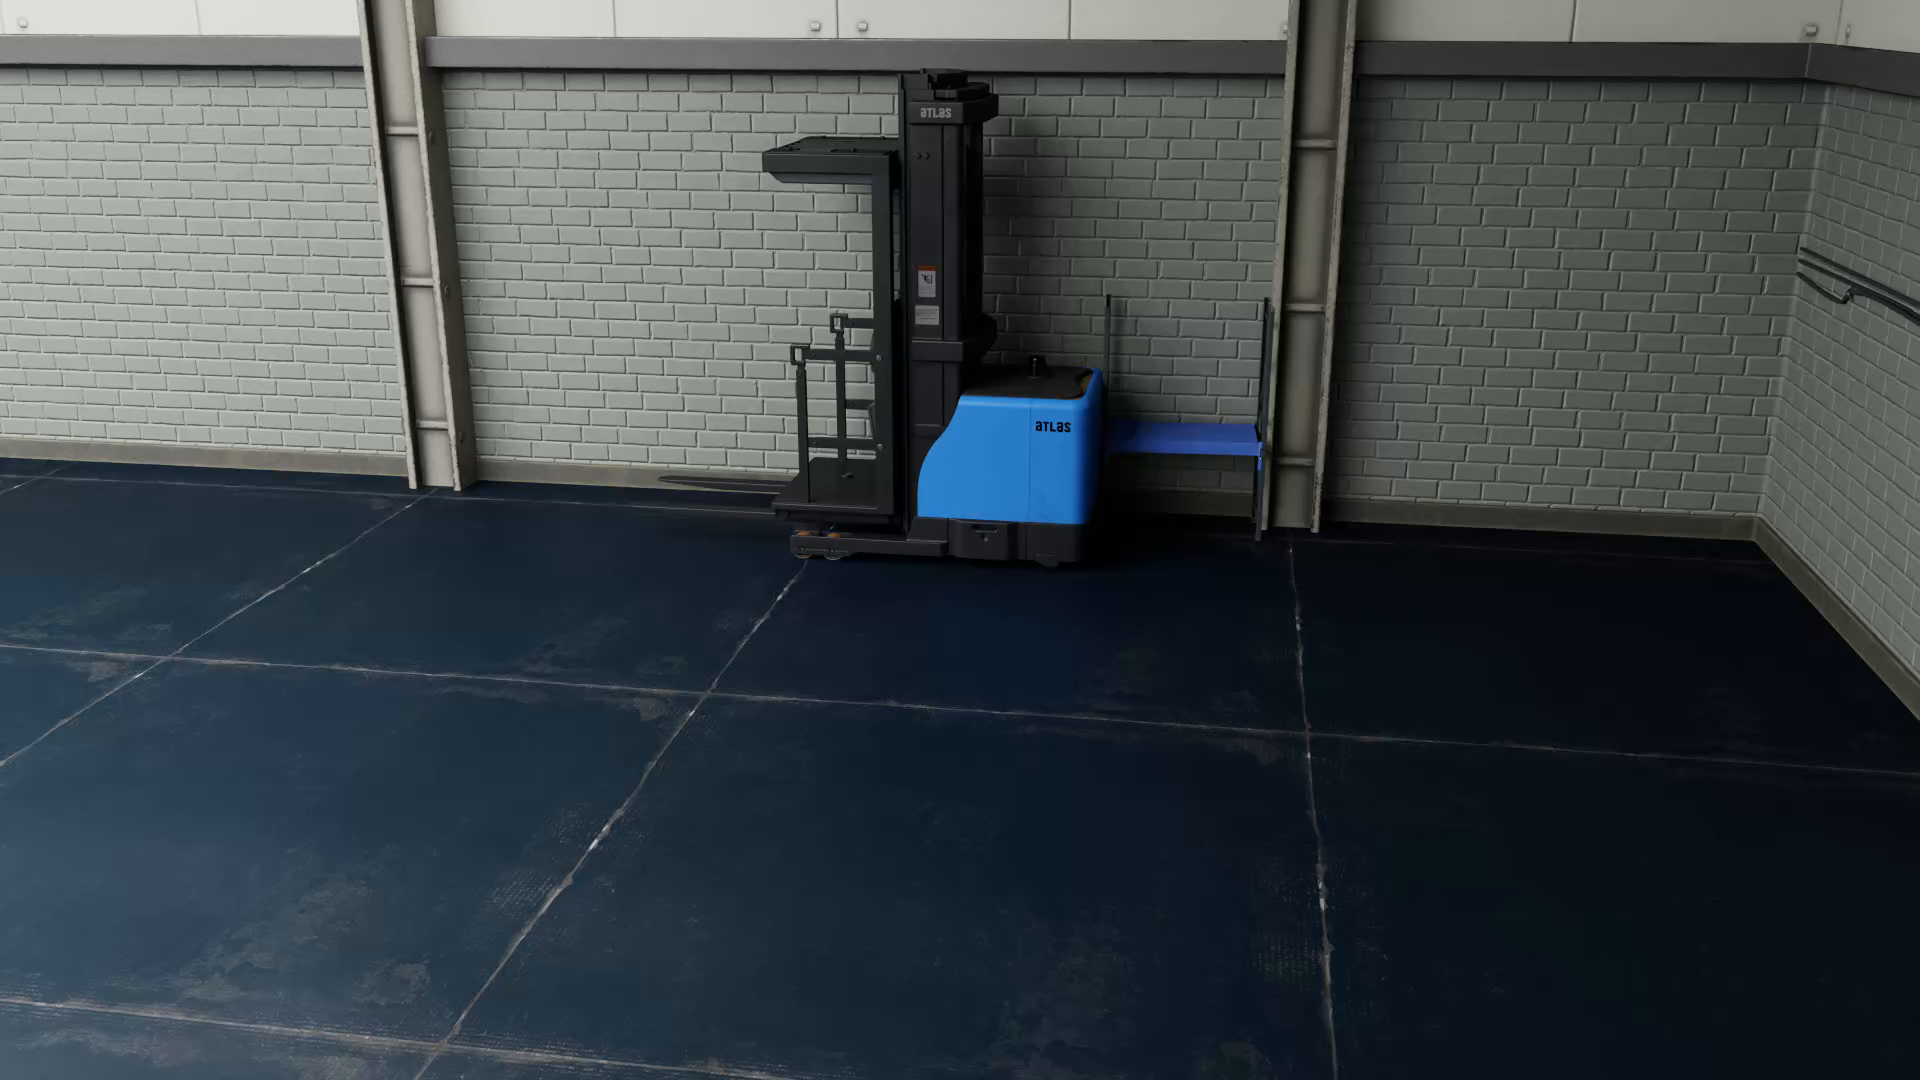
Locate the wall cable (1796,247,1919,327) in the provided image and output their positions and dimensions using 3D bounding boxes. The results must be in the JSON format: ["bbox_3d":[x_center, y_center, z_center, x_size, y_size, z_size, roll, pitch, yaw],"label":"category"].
[{"bbox_3d":[4.897,-2.340,8.508,0.112,2.526,3.097,3,19,9],"label":"wall cable"}]

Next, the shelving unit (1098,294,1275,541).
[{"bbox_3d":[1.452,-0.801,10.820,1.048,1.500,0.538,2,19,6],"label":"shelving unit"}]

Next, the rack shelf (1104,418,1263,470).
[{"bbox_3d":[1.452,-0.631,10.877,1.000,0.185,0.538,2,19,6],"label":"rack shelf"}]

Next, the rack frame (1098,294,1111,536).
[{"bbox_3d":[0.947,-0.819,10.870,0.032,1.500,0.500,2,19,6],"label":"rack frame"}]

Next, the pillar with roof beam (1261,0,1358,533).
[{"bbox_3d":[1.515,-3.026,5.666,0.400,9.000,9.100,3,19,9],"label":"pillar with roof beam"}]

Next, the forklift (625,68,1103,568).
[{"bbox_3d":[-0.621,-1.424,10.439,3.031,2.935,1.130,3,19,9],"label":"forklift"}]

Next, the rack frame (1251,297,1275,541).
[{"bbox_3d":[1.958,-0.784,10.770,0.032,1.500,0.500,2,19,6],"label":"rack frame"}]

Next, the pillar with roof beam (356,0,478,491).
[{"bbox_3d":[-4.409,-3.328,6.568,0.400,9.000,9.100,3,19,9],"label":"pillar with roof beam"}]
